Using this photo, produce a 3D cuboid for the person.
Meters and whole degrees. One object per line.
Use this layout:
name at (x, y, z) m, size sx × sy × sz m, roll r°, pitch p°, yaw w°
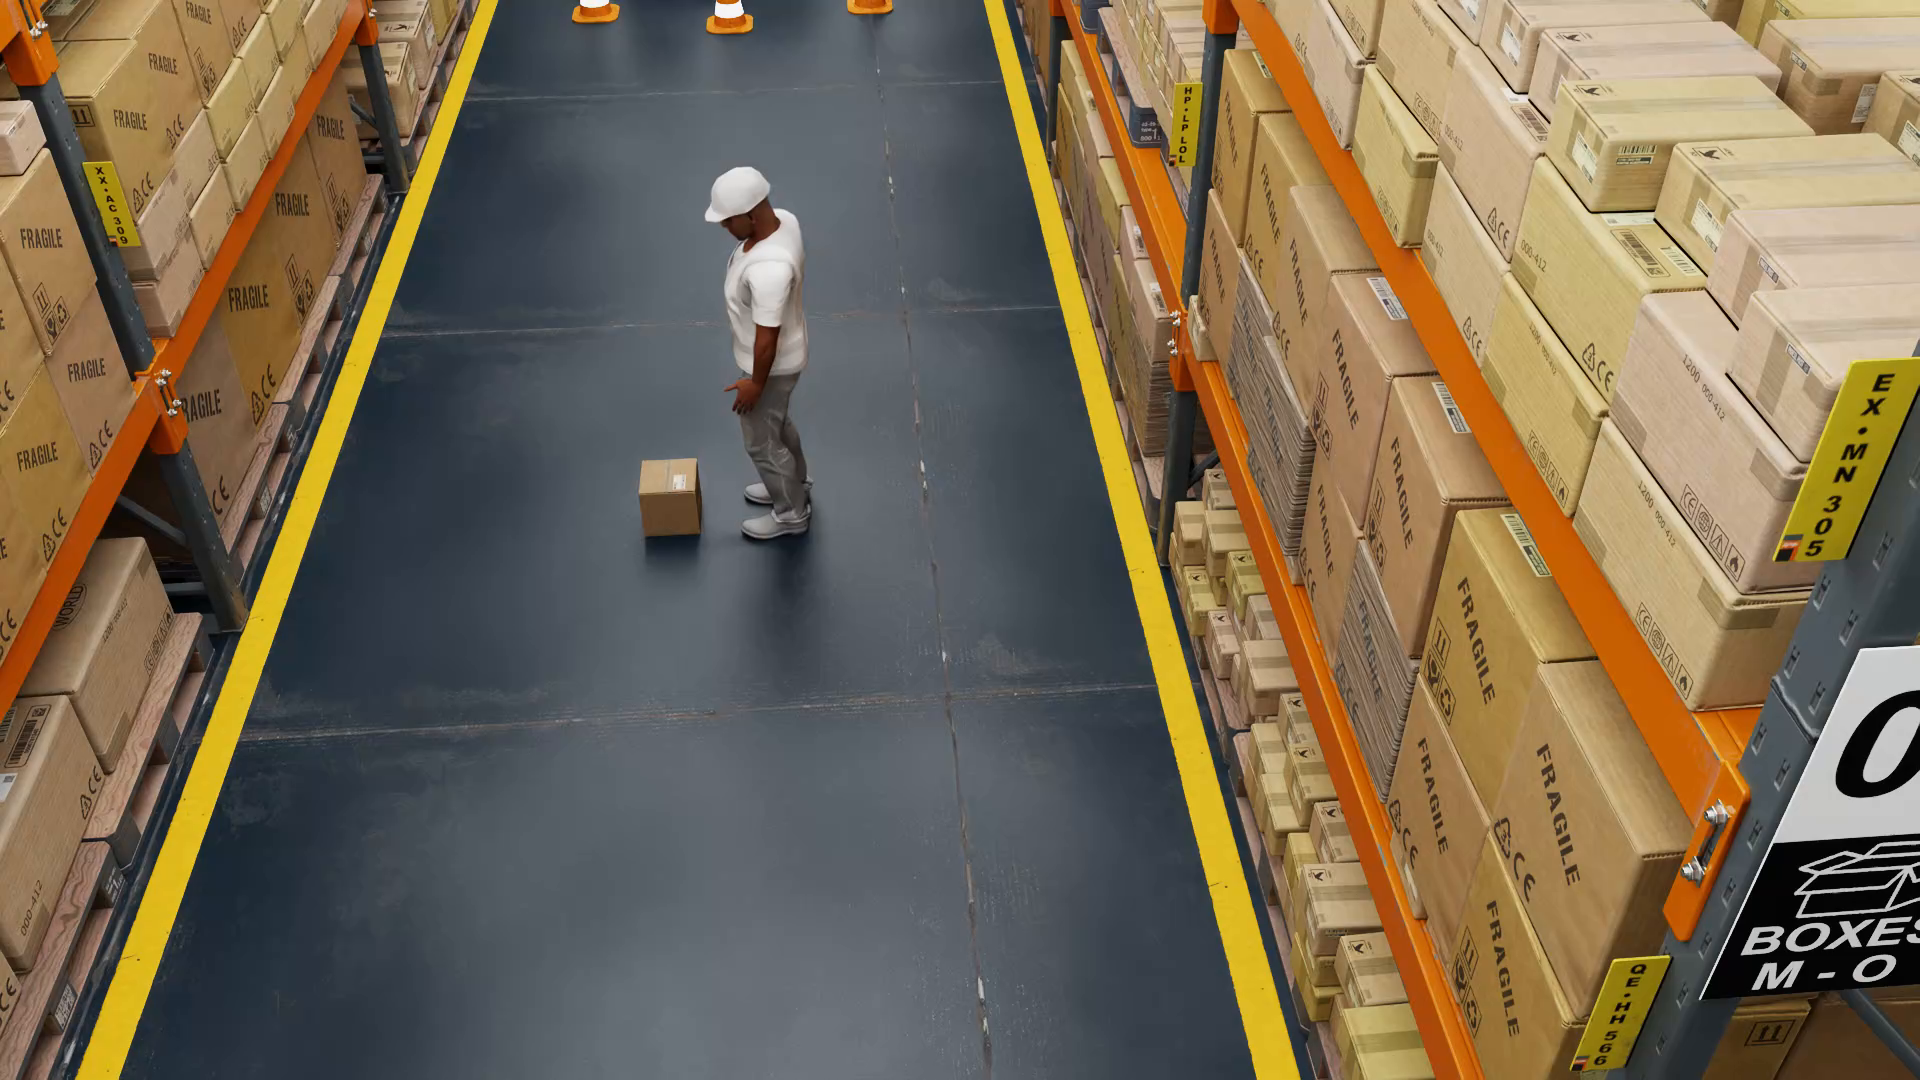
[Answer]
person at (-0.833, -0.788, 7.123) m, size 0.384 × 1.751 × 0.573 m, roll -2°, pitch 39°, yaw -3°
